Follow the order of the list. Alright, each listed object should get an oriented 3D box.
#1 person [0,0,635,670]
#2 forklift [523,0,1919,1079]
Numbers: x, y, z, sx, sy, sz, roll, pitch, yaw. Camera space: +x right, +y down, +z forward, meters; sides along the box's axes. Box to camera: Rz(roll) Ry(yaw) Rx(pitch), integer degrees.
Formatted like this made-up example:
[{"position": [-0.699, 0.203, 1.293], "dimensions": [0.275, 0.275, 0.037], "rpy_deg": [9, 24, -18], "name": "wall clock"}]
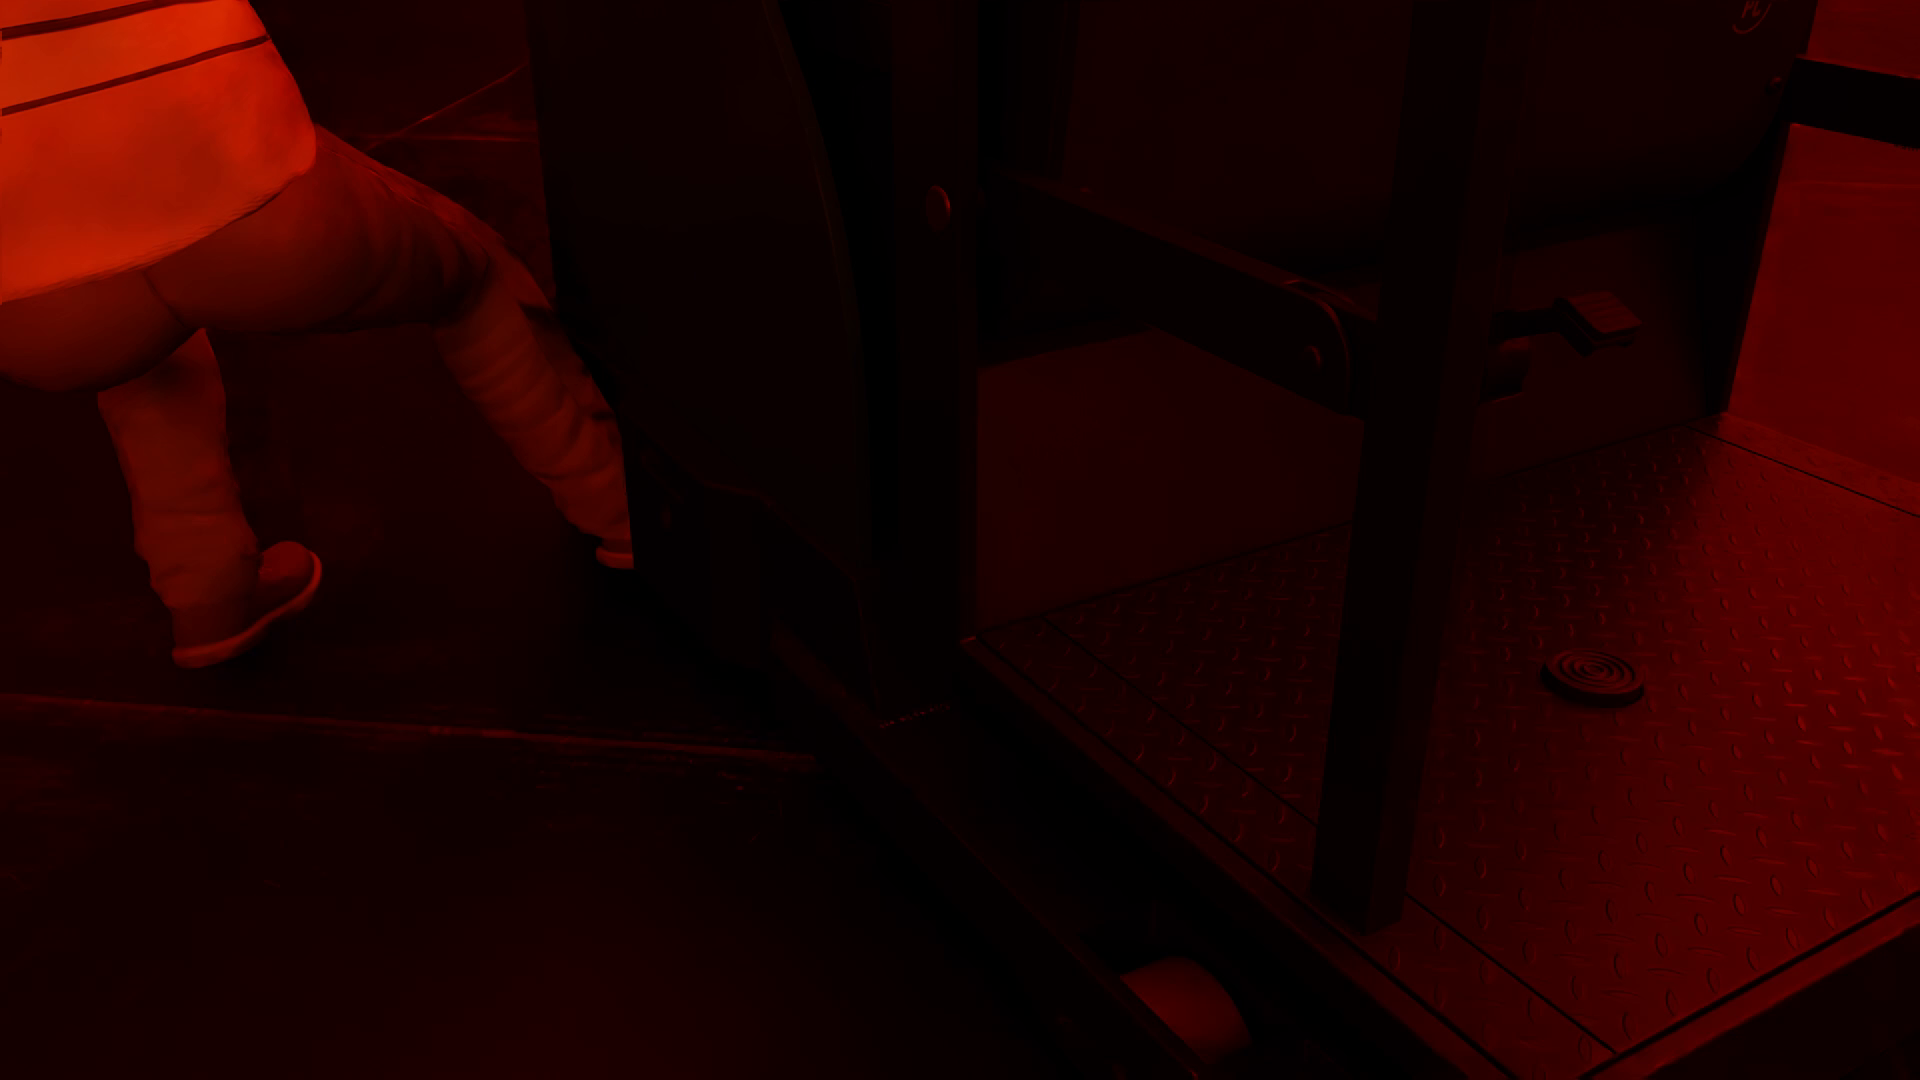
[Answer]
[{"position": [-0.996, -0.463, 1.892], "dimensions": [1.526, 1.390, 0.792], "rpy_deg": [-12, 29, -22], "name": "person"}, {"position": [0.566, -0.944, 1.109], "dimensions": [1.130, 2.935, 3.031], "rpy_deg": [-15, 30, -27], "name": "forklift"}]
